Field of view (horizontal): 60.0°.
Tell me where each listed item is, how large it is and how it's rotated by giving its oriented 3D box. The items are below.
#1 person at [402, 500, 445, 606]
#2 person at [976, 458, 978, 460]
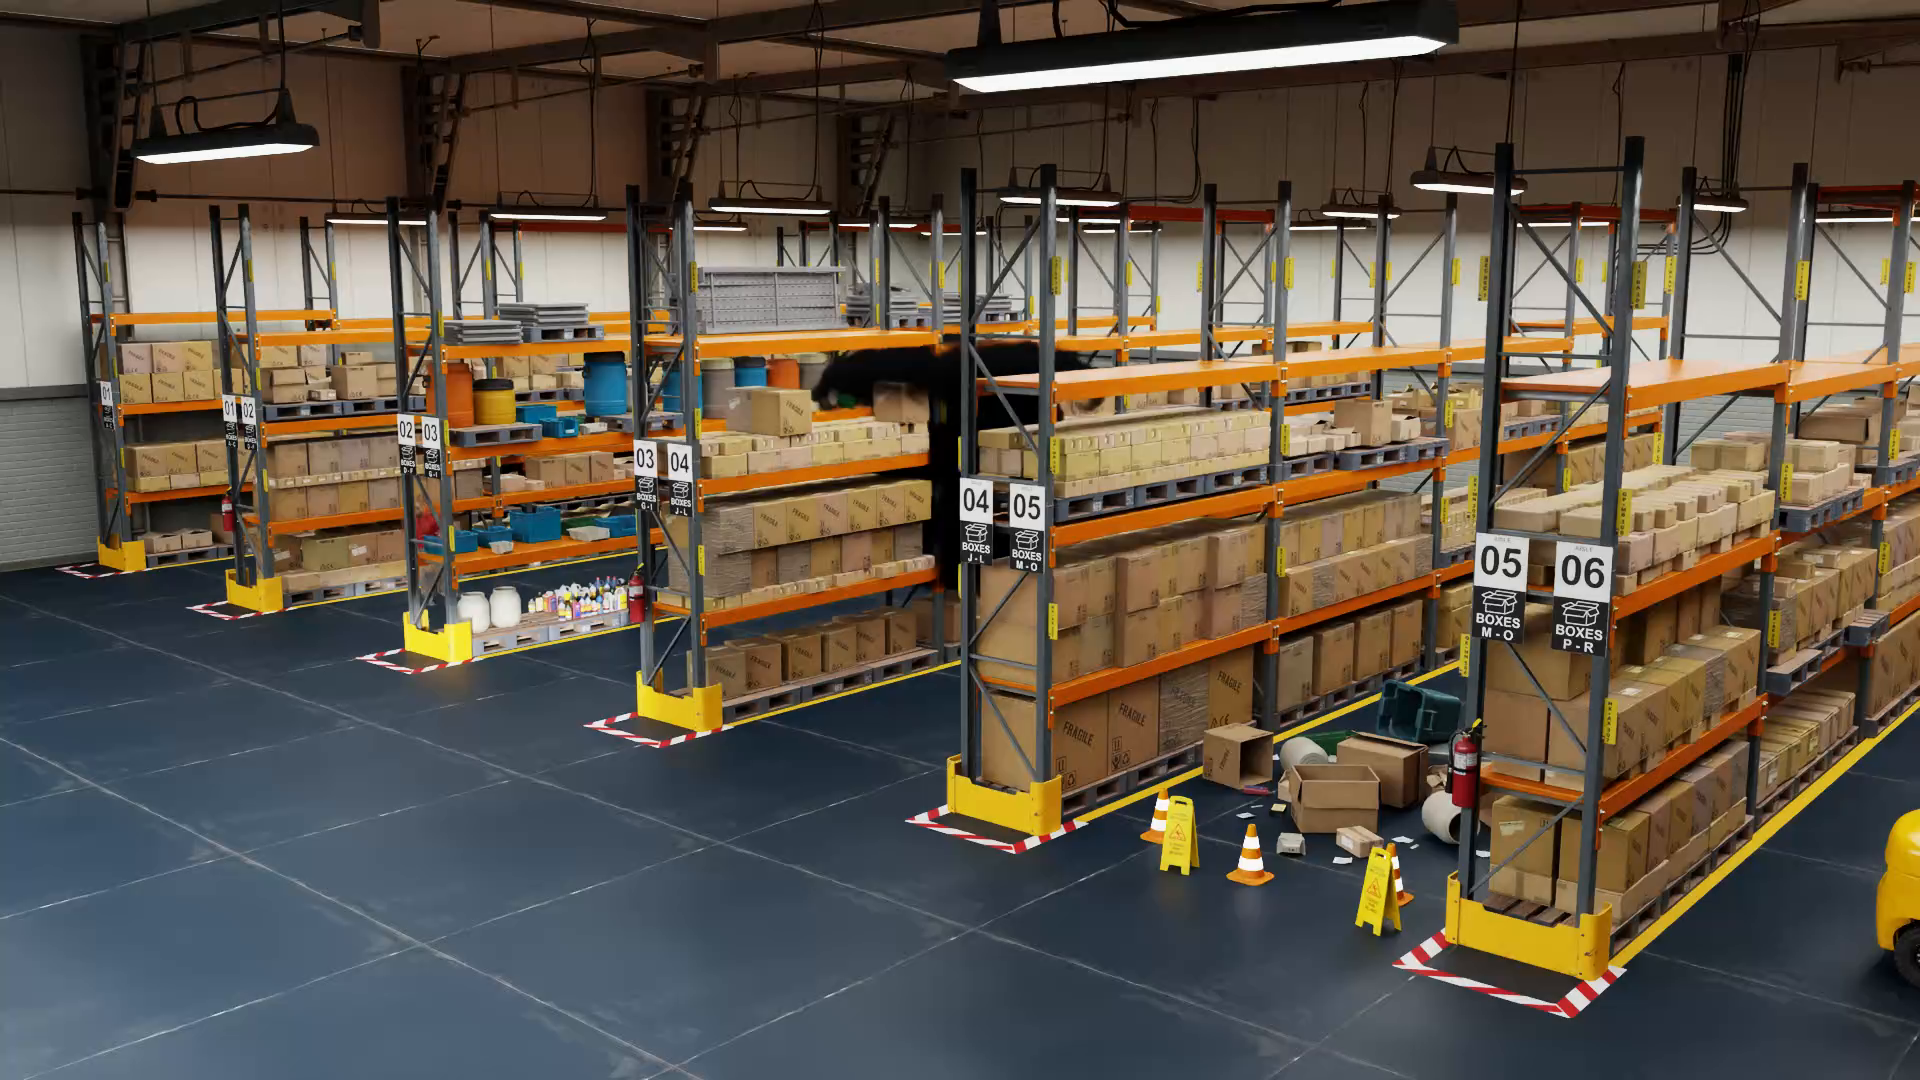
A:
[{"bbox_3d":[-8.133,0.170,25.343,0.662,1.666,0.776,-2,10,-13],"label":"person"},{"bbox_3d":[0.295,-1.214,33.500,0.694,1.681,0.712,4,10,24],"label":"person"}]
